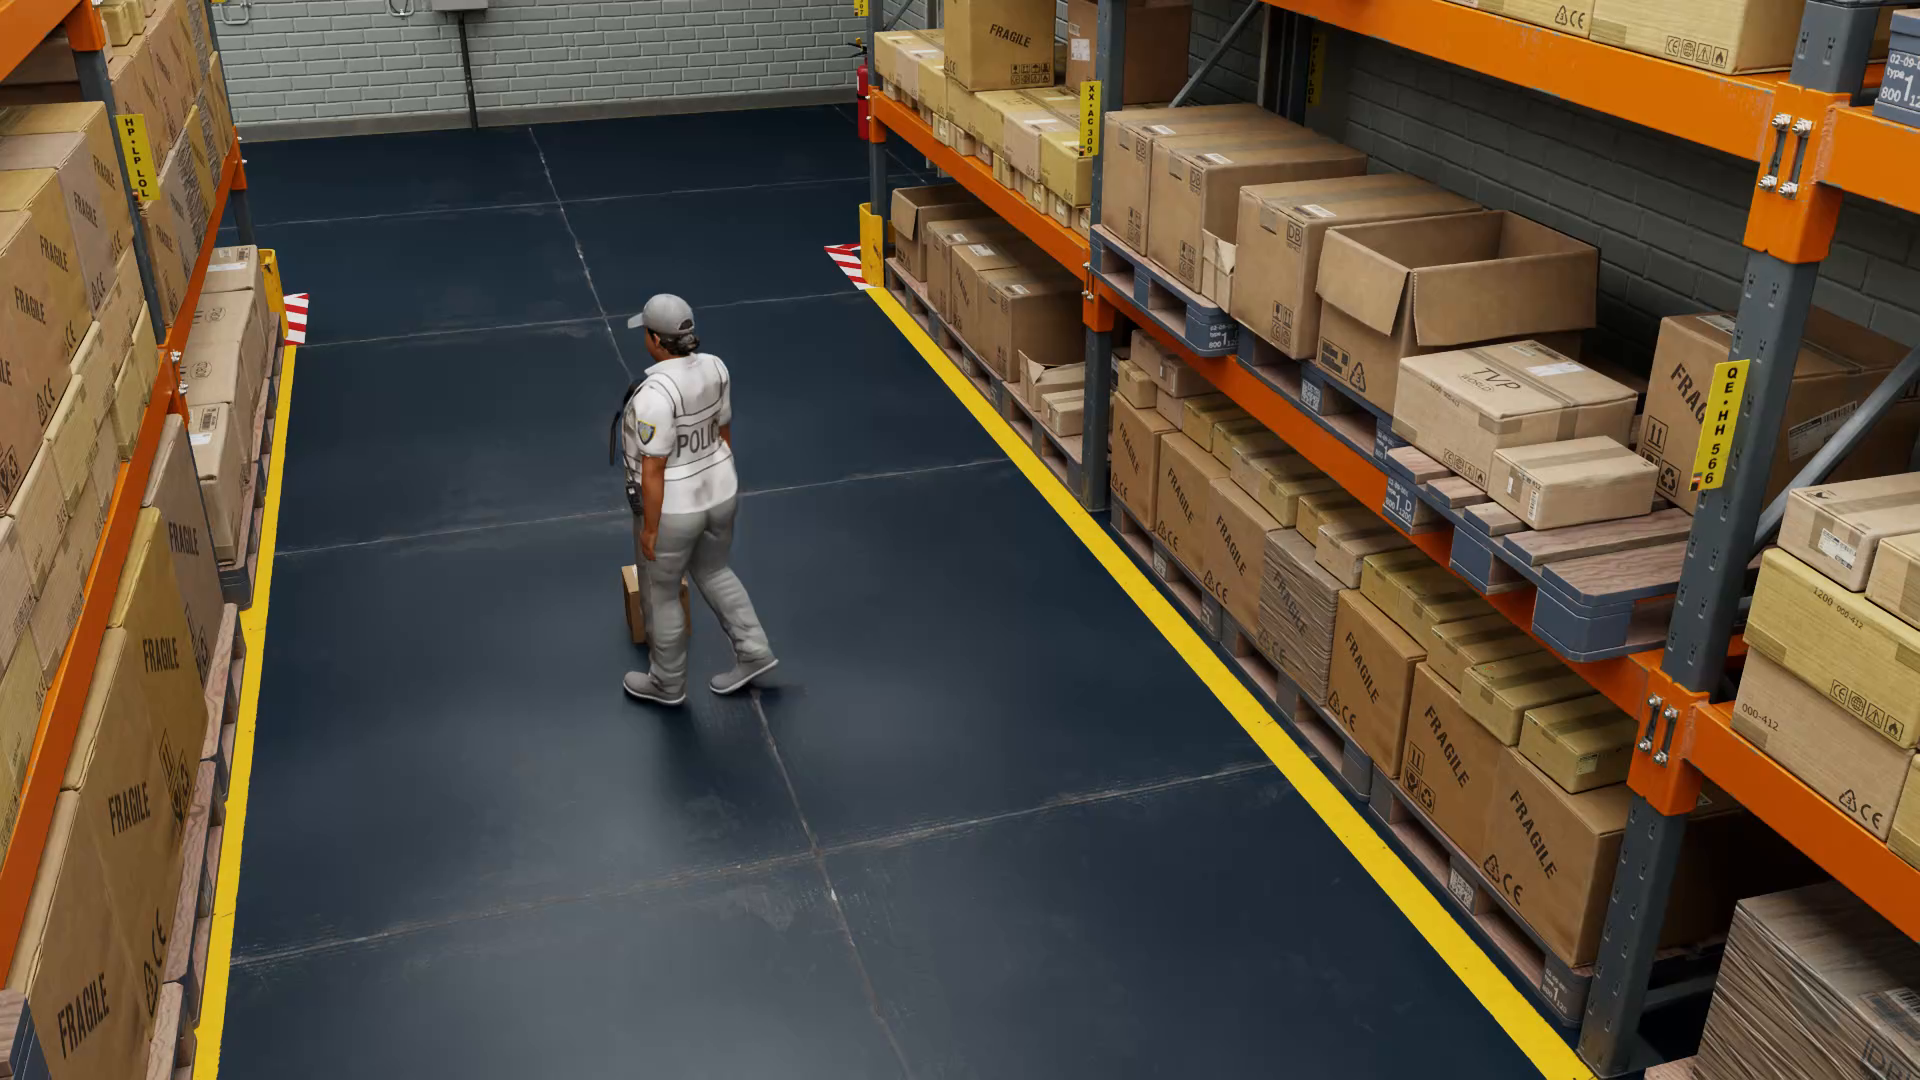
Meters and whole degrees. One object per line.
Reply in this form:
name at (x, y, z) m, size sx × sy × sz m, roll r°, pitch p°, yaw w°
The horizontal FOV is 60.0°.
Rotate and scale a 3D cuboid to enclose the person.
person at (-1.061, -0.137, 6.378) m, size 0.542 × 1.674 × 0.497 m, roll 15°, pitch 30°, yaw 28°
